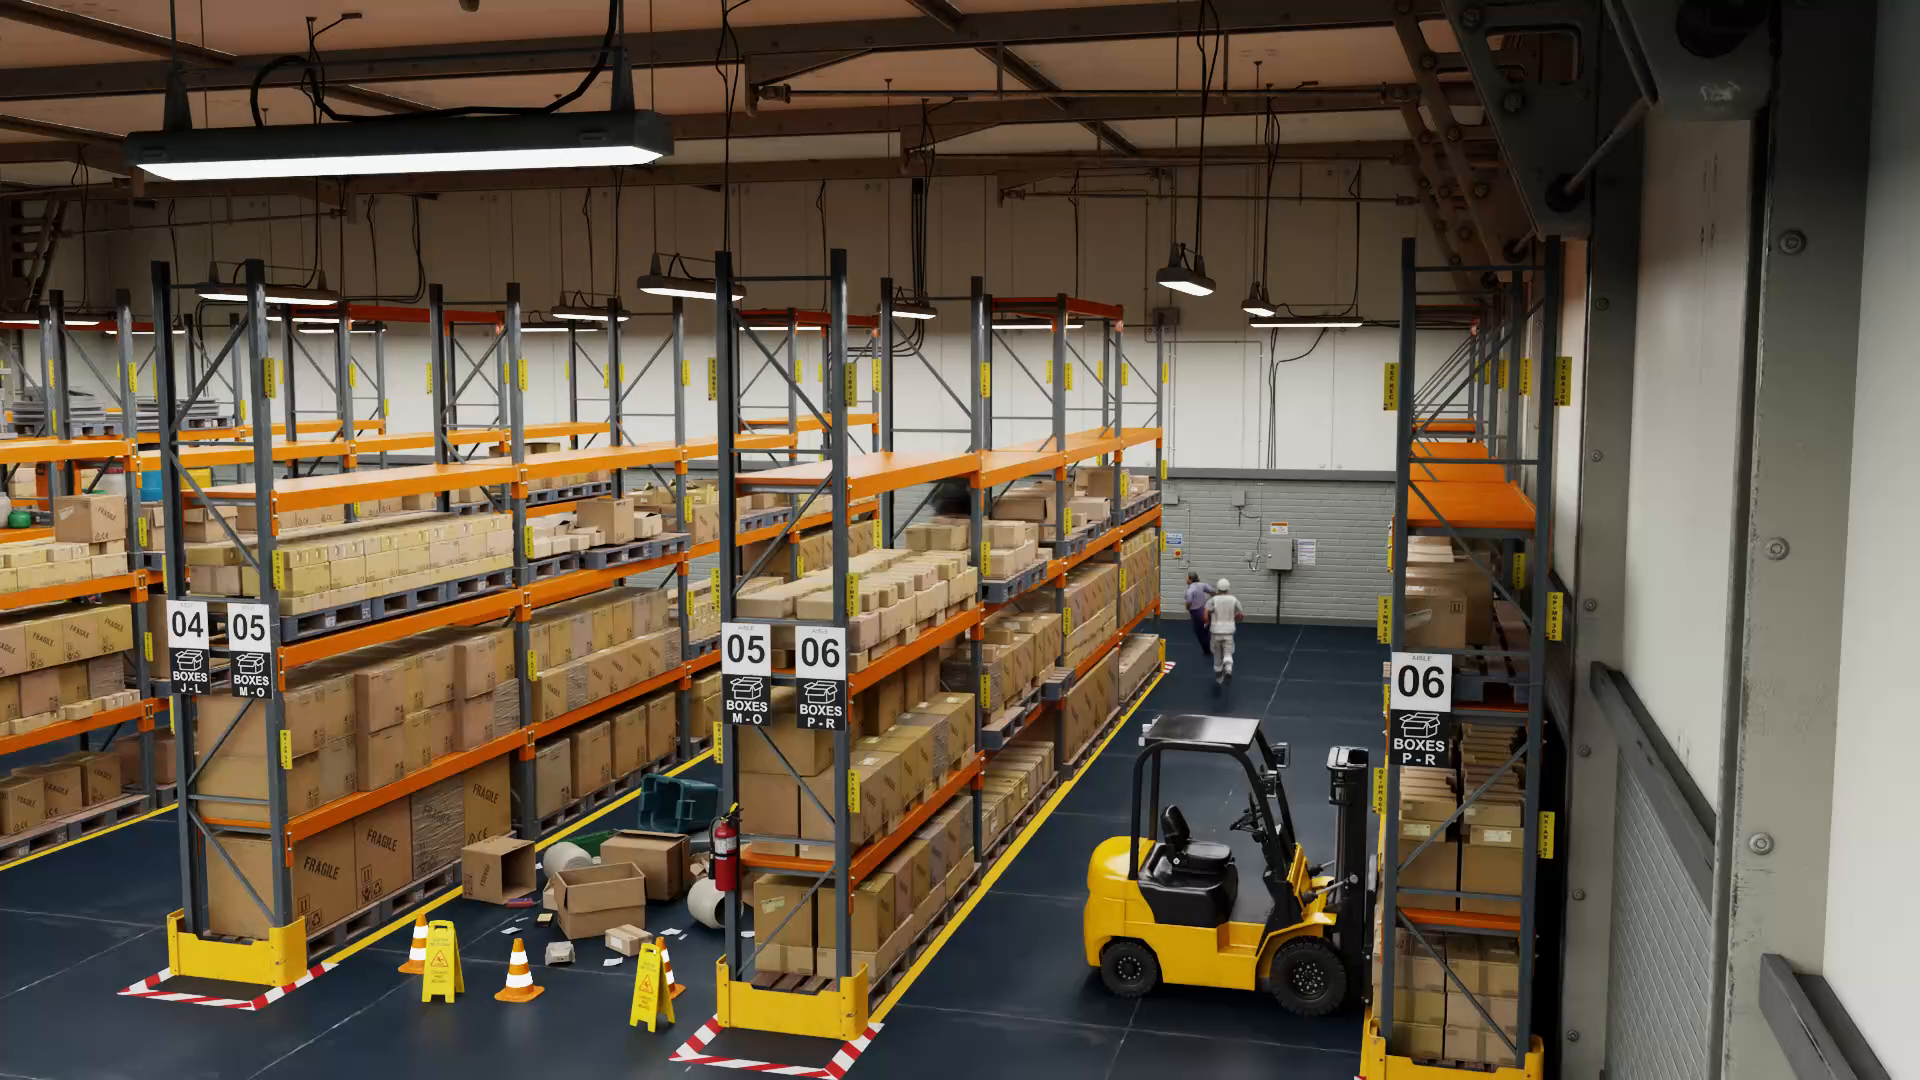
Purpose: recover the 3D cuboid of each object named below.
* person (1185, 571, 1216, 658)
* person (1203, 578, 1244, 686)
[{"bbox_3d":[4.227,1.337,28.987,0.782,1.593,0.648,-6,8,-44],"label":"person"},{"bbox_3d":[4.154,1.484,26.357,0.658,1.768,0.971,0,6,3],"label":"person"}]
